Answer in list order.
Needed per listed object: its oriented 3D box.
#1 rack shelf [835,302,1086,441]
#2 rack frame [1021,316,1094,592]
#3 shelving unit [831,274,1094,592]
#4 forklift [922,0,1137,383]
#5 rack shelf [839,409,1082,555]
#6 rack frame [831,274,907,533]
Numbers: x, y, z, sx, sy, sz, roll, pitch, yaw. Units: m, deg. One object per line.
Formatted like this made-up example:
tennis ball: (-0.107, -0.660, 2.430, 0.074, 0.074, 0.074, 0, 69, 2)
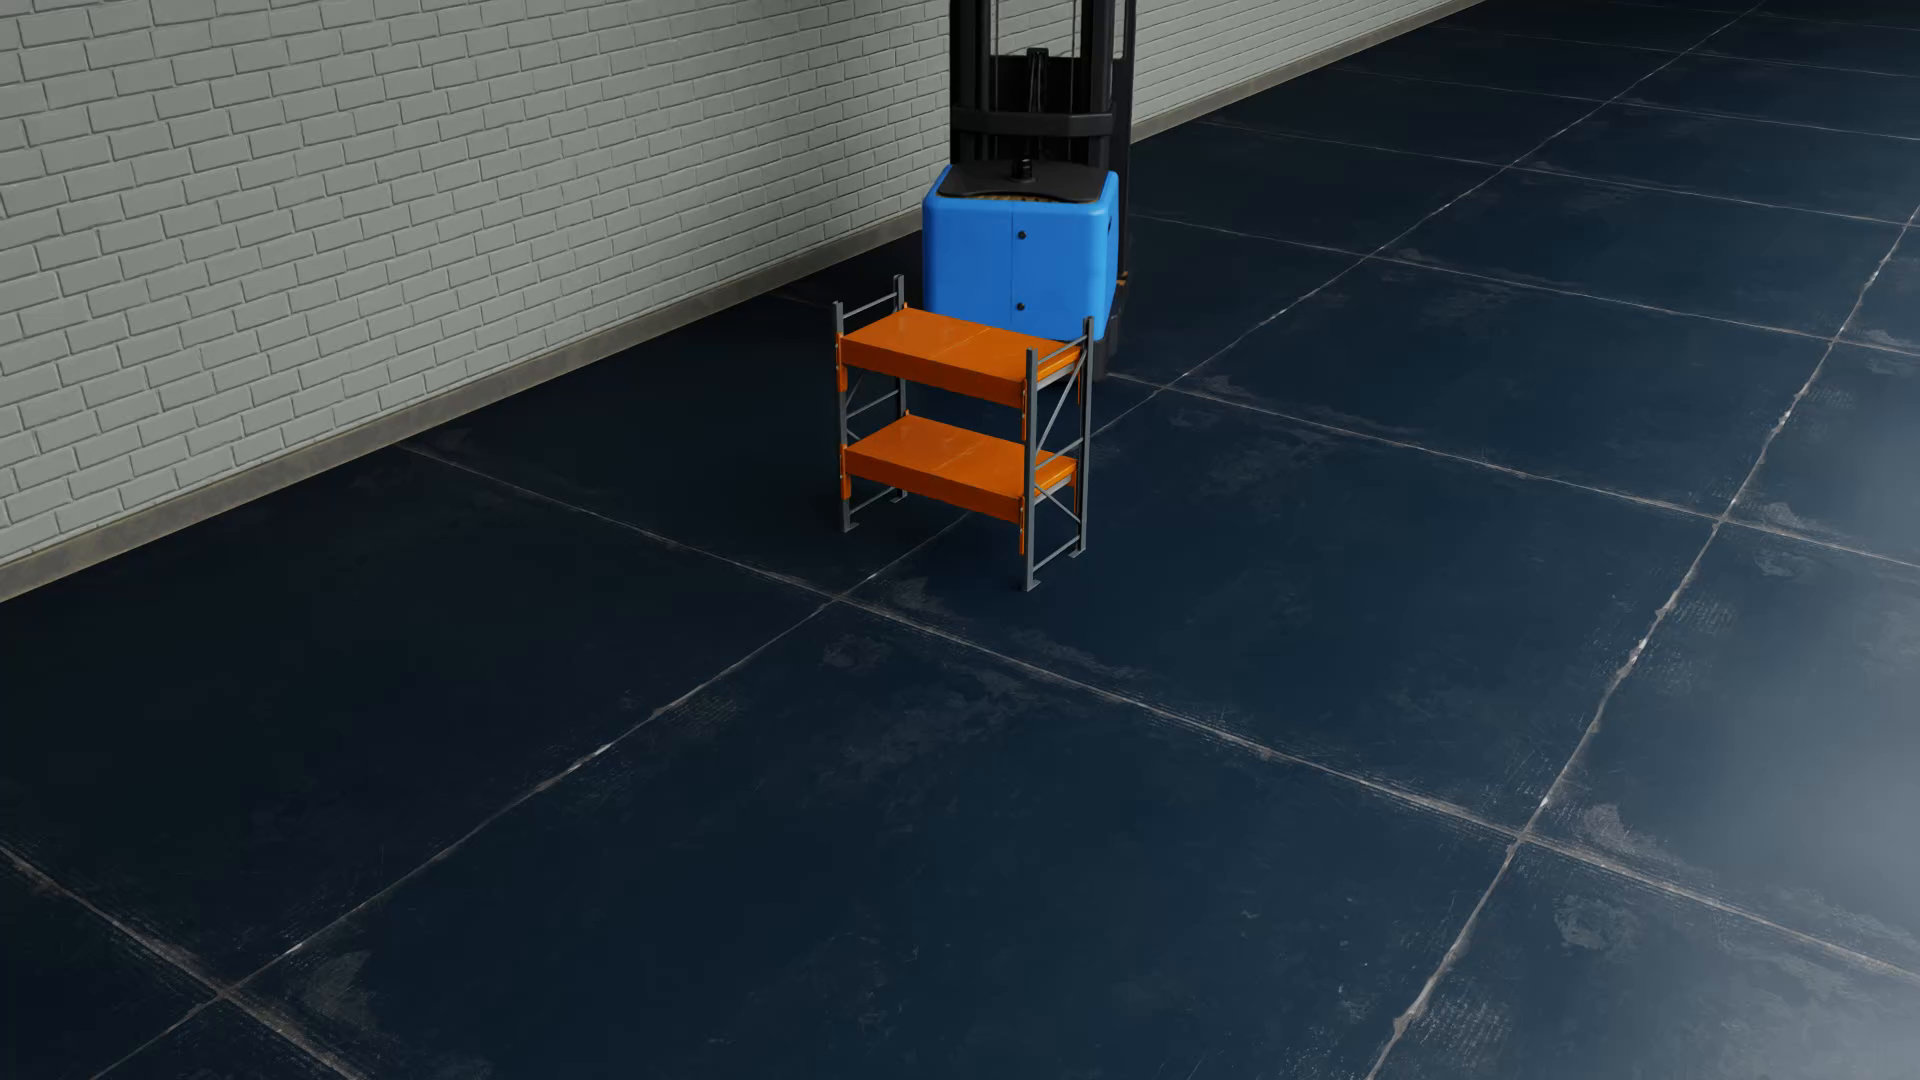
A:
rack shelf: (0.006, -0.760, 7.359, 1.000, 0.278, 0.538, 17, 32, 30)
rack frame: (0.425, -0.369, 7.235, 0.032, 1.125, 0.500, 17, 32, 30)
shelving unit: (0.006, -0.500, 7.491, 1.048, 1.125, 0.538, 17, 32, 30)
forklift: (0.521, -2.829, 10.077, 1.130, 2.935, 3.031, 4, 27, 8)
rack shelf: (0.006, -0.282, 7.602, 1.000, 0.278, 0.538, 17, 32, 30)
rack frame: (-0.413, -0.630, 7.748, 0.032, 1.125, 0.500, 17, 32, 30)
